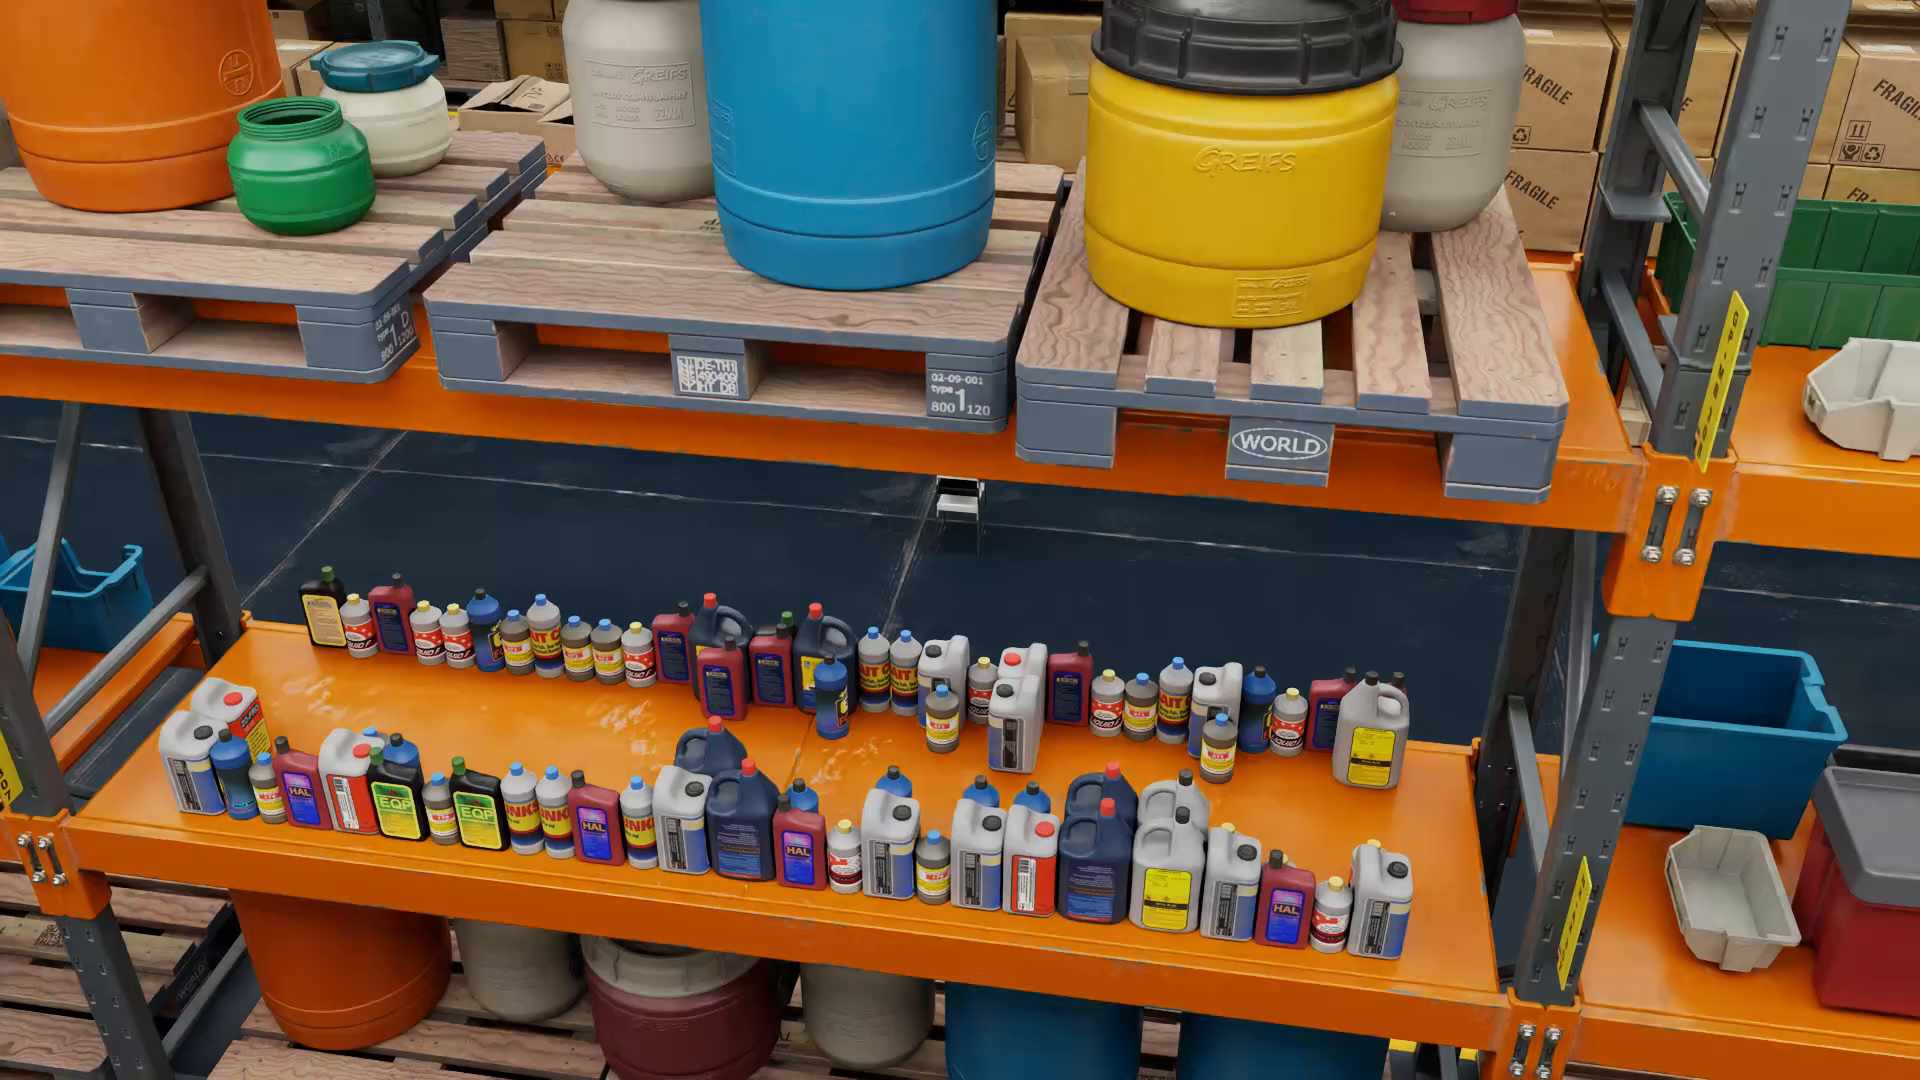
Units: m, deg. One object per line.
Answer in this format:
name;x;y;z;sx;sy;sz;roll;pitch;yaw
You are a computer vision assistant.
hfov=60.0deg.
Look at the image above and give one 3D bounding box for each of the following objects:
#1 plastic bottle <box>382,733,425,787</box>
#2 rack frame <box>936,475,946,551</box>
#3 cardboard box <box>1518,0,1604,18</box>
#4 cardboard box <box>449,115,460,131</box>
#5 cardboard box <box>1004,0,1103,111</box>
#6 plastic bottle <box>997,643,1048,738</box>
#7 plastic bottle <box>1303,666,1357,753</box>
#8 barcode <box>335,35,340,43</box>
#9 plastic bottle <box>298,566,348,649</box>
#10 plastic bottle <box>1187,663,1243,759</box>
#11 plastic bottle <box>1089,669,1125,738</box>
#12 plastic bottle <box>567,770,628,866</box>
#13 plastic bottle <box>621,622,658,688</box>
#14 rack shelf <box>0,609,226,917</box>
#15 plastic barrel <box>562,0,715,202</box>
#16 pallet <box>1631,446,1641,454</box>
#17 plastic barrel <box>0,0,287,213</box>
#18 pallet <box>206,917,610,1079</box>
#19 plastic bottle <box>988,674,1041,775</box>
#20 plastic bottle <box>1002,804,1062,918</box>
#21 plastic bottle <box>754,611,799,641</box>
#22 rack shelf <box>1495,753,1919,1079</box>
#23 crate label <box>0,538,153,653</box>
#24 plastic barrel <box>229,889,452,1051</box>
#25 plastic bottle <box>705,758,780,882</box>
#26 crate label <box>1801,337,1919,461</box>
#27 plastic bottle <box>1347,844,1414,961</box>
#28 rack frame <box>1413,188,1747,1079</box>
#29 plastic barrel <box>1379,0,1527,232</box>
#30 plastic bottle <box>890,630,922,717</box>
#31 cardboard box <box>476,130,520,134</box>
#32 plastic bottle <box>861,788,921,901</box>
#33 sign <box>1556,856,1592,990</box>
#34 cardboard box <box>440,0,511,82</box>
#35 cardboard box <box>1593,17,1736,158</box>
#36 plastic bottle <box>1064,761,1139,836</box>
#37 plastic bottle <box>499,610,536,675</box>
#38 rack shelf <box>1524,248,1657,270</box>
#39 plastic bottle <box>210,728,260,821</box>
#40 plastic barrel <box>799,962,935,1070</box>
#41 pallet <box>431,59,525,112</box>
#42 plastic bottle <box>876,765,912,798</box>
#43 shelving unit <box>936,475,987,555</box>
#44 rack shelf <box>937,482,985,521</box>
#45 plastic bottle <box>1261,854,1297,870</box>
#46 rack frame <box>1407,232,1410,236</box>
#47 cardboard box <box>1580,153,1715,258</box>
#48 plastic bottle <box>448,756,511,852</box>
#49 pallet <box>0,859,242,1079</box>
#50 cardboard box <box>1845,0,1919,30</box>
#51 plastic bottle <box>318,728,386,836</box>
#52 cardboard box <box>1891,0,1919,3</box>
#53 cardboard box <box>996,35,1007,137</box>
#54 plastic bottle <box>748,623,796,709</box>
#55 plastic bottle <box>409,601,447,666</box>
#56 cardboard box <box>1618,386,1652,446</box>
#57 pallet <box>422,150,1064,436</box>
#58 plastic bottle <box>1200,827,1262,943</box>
plastic bottle;-1.510;0.640;4.522;0.097;0.271;0.097;0;32;0
rack frame;-0.092;-0.390;8.025;0.006;0.900;0.240;5;32;8
cardboard box;2.864;-2.446;8.294;0.500;0.500;0.500;5;32;8
cardboard box;-2.887;-2.225;9.214;0.250;0.149;0.380;8;33;12
cardboard box;0.774;-3.889;13.266;0.750;0.750;0.750;5;32;8
plastic bottle;0.180;0.430;4.853;0.135;0.276;0.152;5;32;8
plastic bottle;1.064;0.482;4.762;0.133;0.283;0.061;5;32;8
barcode;-5.521;-4.436;14.715;0.075;0.075;0.001;5;32;8
plastic bottle;-1.987;0.206;5.204;0.133;0.283;0.061;5;32;8
plastic bottle;0.732;0.480;4.773;0.135;0.276;0.152;5;32;8
plastic bottle;0.431;0.470;4.860;0.097;0.201;0.097;0;32;0
plastic bottle;-0.954;0.728;4.370;0.133;0.283;0.061;5;32;8
plastic bottle;-0.977;0.342;5.064;0.097;0.201;0.097;0;32;0
rack shelf;-4.429;0.470;5.350;4.000;0.370;1.077;5;32;8
plastic barrel;-0.685;-1.084;3.804;0.433;0.535;0.433;0;32;0
pallet;2.999;-0.646;9.083;1.213;0.211;1.003;5;32;8
plastic barrel;-1.899;-1.236;3.769;0.708;0.830;0.600;5;32;8
pallet;-1.674;1.574;5.536;1.213;0.211;1.003;5;32;8
plastic bottle;0.155;0.510;4.726;0.135;0.276;0.152;5;32;8
plastic bottle;0.185;0.809;4.247;0.135;0.276;0.152;5;32;8
plastic bottle;-0.547;0.336;4.995;0.133;0.283;0.061;5;32;8
rack shelf;3.457;1.184;4.209;4.000;0.370;1.077;5;32;8
crate label;-2.810;0.181;5.292;0.416;0.233;0.303;5;32;8
plastic barrel;-1.973;1.120;5.283;0.708;0.830;0.600;5;32;8
plastic bottle;-0.562;0.712;4.331;0.185;0.351;0.144;5;32;8
crate label;1.919;-0.264;3.266;0.466;0.136;0.293;5;32;8
plastic bottle;1.042;0.887;4.123;0.135;0.276;0.152;5;32;8
rack frame;1.485;0.701;4.303;0.127;3.000;1.000;5;32;8
plastic barrel;1.008;-0.985;3.645;0.433;0.535;0.433;0;32;0
plastic bottle;-0.158;0.387;4.927;0.097;0.271;0.097;0;32;0
cardboard box;-2.554;-2.076;8.976;0.250;0.149;0.380;5;32;8
plastic bottle;-0.176;0.777;4.299;0.135;0.276;0.152;5;32;8
sign;1.391;0.871;3.771;0.005;0.325;0.100;5;32;8
cardboard box;-4.006;-4.265;14.178;0.500;0.500;0.700;6;33;10
cardboard box;3.248;-2.121;7.775;0.500;0.500;0.500;4;32;7
plastic bottle;0.366;0.719;4.321;0.185;0.351;0.144;5;32;8
plastic bottle;-1.361;0.307;5.119;0.097;0.201;0.097;0;32;0
rack shelf;4.294;-1.406;8.347;4.000;0.370;1.077;5;32;8
plastic bottle;-1.976;0.630;4.537;0.097;0.271;0.097;0;32;0
plastic barrel;-0.288;1.359;5.200;0.421;0.512;0.421;0;32;0
pallet;-3.966;-3.944;14.352;1.213;0.211;1.003;5;32;8
plastic bottle;-0.174;0.712;4.407;0.097;0.271;0.097;0;32;0
shelving unit;0.008;-0.381;8.010;0.210;0.900;0.258;5;32;8
rack shelf;0.008;-0.200;8.123;0.200;0.077;0.258;5;32;8
plastic bottle;0.802;0.879;4.206;0.097;0.201;0.097;0;32;0
rack frame;2.322;-1.890;8.442;0.127;3.000;1.000;5;32;8
cardboard box;3.284;-1.700;8.045;0.500;0.500;0.500;6;32;9
plastic bottle;-1.278;0.698;4.417;0.133;0.283;0.061;5;32;8
pallet;-3.215;1.436;5.757;1.213;0.211;1.003;5;32;8
cardboard box;4.362;-2.311;8.079;0.500;0.500;0.500;5;32;8
plastic bottle;-1.630;0.645;4.509;0.135;0.276;0.152;5;32;8
cardboard box;6.590;-4.291;11.996;0.700;0.700;0.980;7;33;10
cardboard box;-0.112;-2.288;8.589;0.500;0.500;0.700;11;34;17
plastic bottle;-0.557;0.368;4.944;0.133;0.283;0.061;5;32;8
plastic bottle;-1.649;0.281;5.161;0.097;0.201;0.097;0;32;0
cardboard box;3.554;-0.653;8.721;0.250;0.166;0.380;5;32;8
pallet;-0.422;-0.609;3.747;1.213;0.211;1.003;5;32;8
plastic bottle;0.682;0.854;4.175;0.135;0.276;0.152;5;32;8
